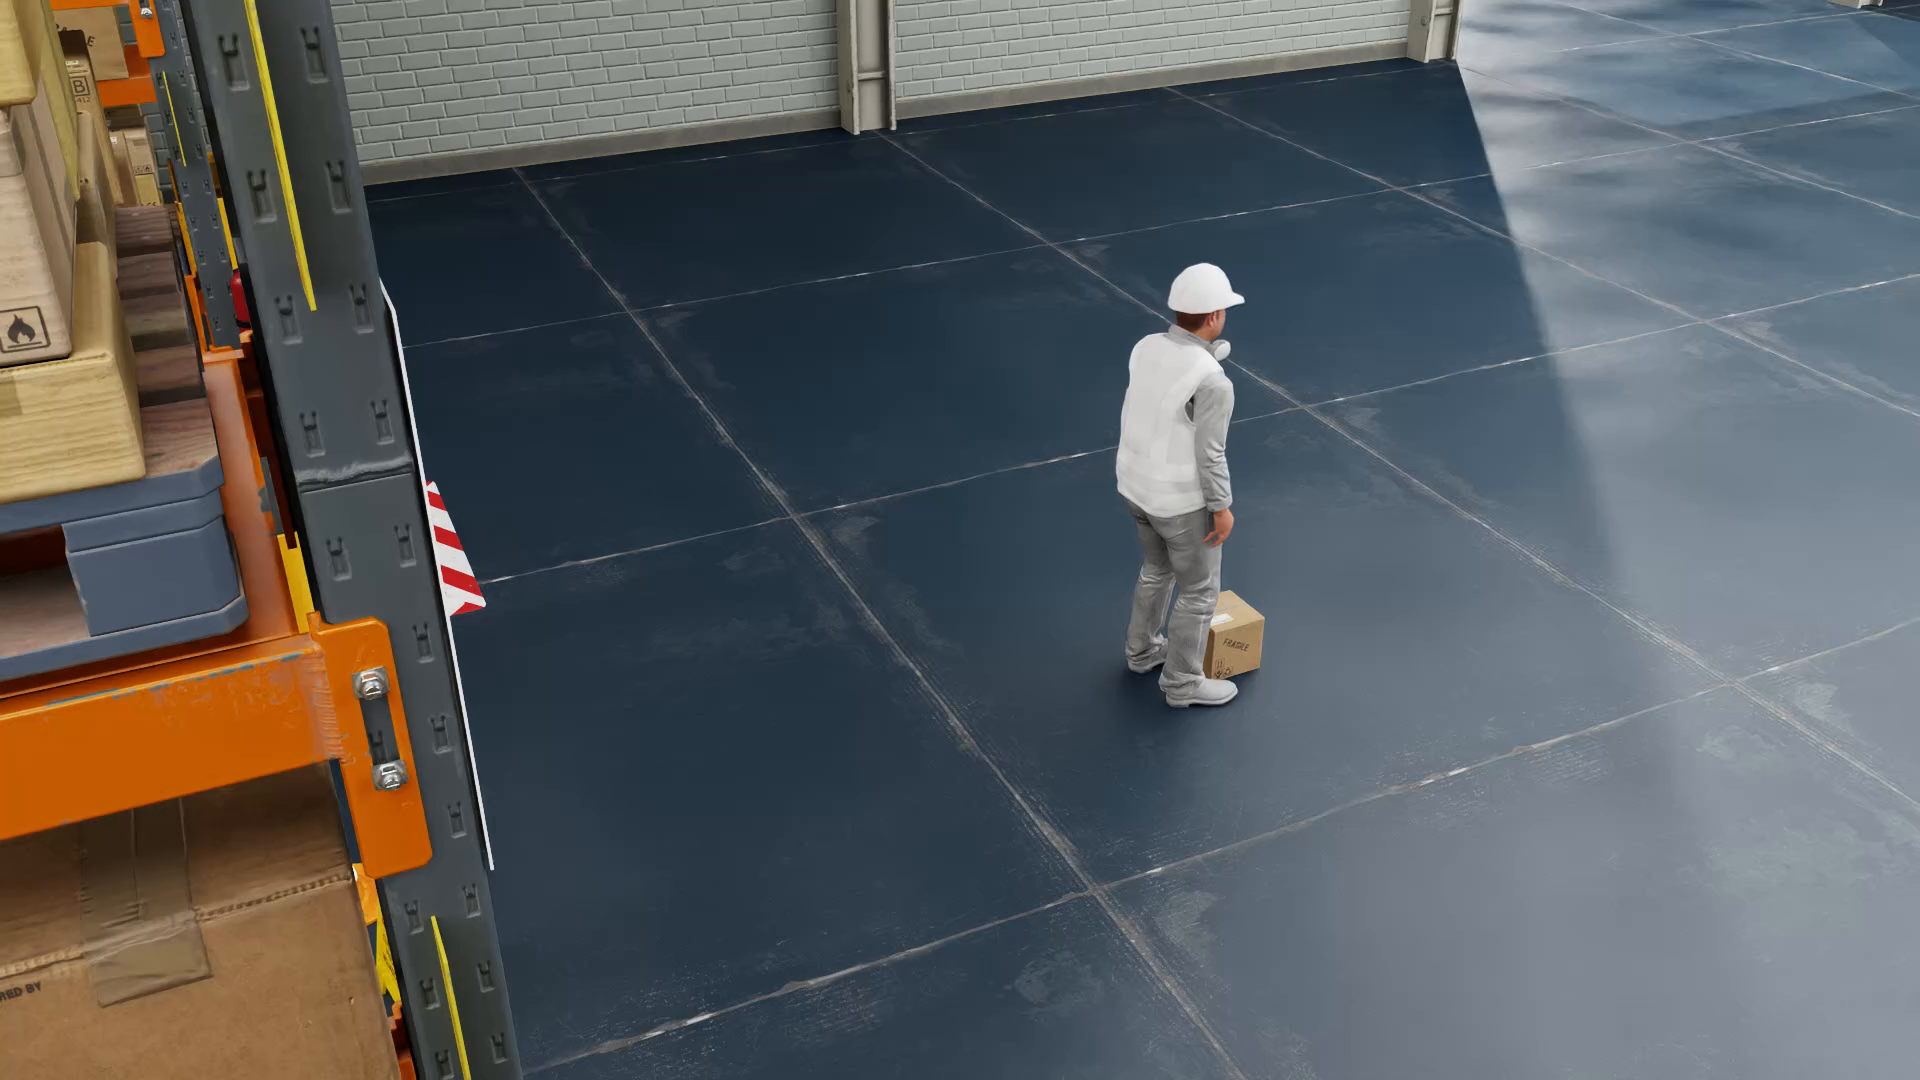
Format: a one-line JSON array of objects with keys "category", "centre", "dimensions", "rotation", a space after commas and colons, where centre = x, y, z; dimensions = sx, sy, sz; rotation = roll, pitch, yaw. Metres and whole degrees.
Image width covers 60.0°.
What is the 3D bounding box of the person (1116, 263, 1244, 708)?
[{"category": "person", "centre": [0.850, -0.207, 6.470], "dimensions": [0.463, 1.770, 0.585], "rotation": [-15, 33, -25]}]
